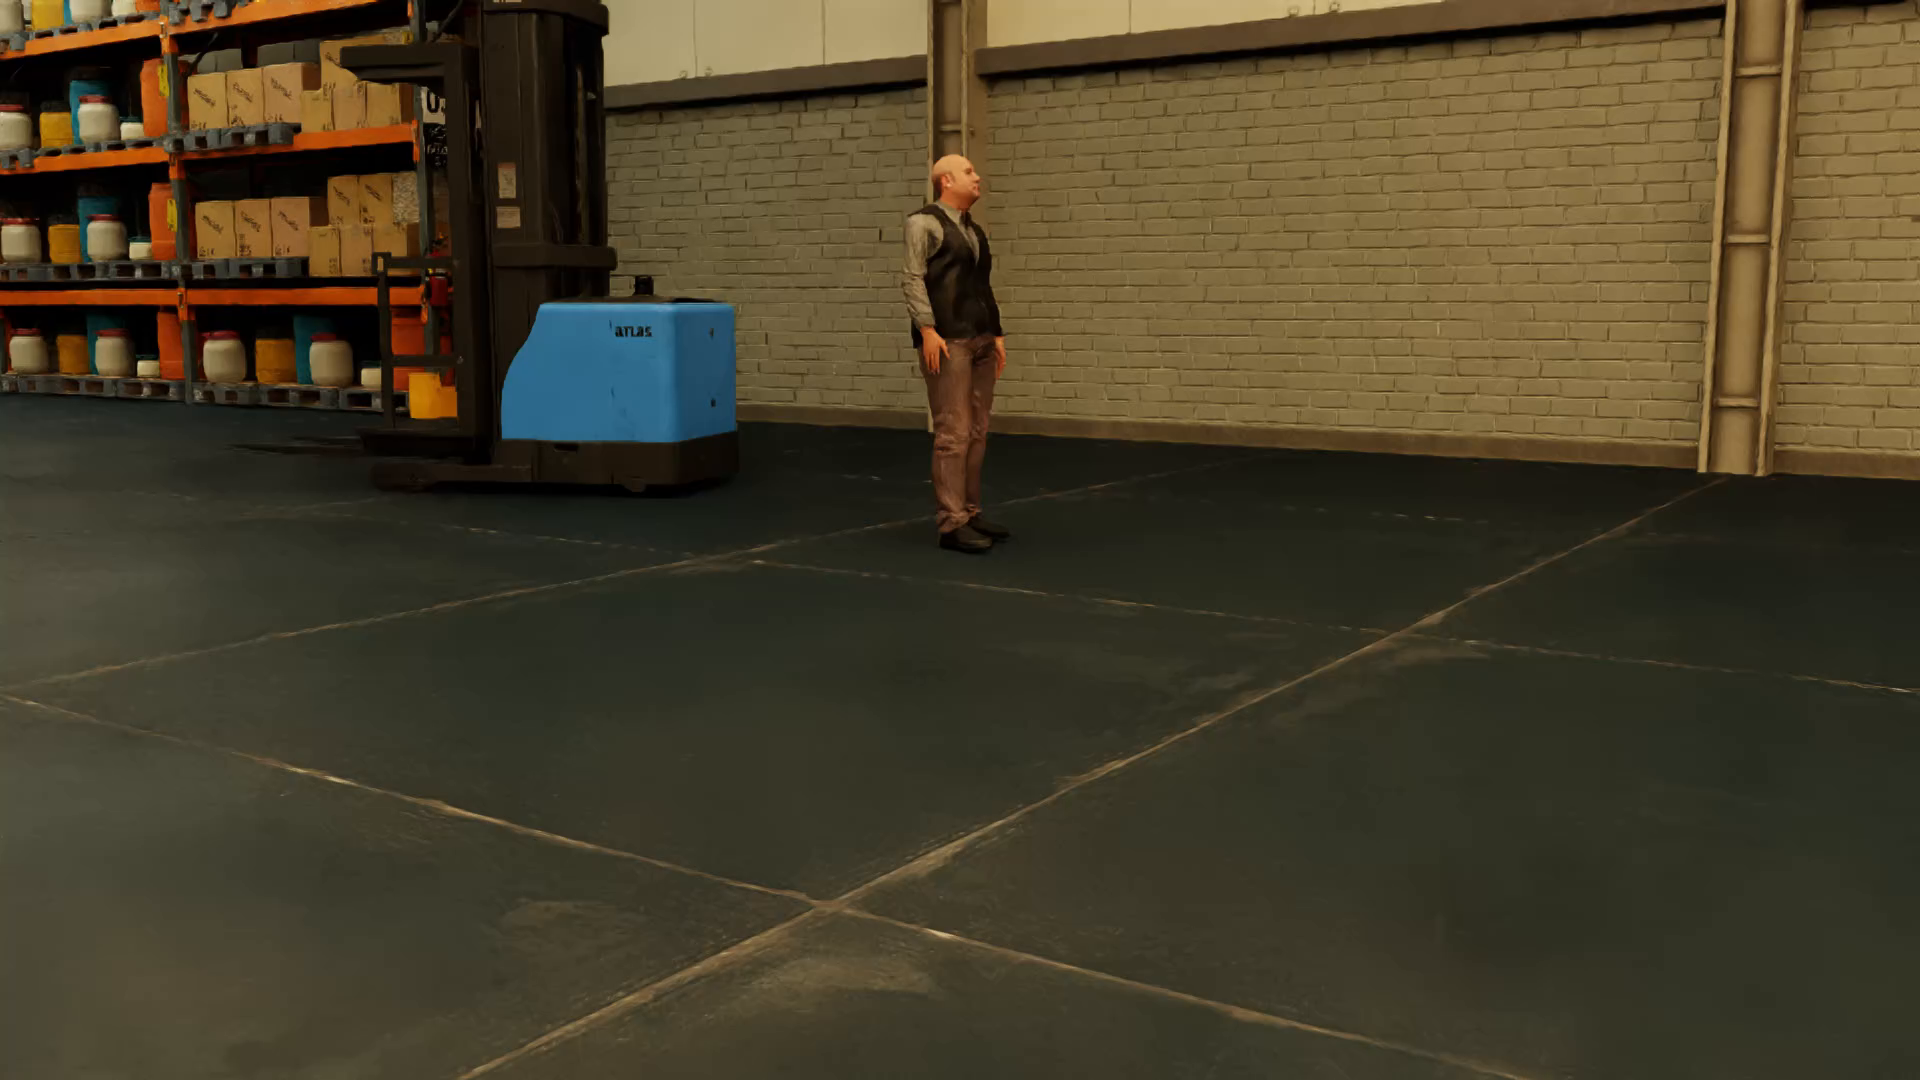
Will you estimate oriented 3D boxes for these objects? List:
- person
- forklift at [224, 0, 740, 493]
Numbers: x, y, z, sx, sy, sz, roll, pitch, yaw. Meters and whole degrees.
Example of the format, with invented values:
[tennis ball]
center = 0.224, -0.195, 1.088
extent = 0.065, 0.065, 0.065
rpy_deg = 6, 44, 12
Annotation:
[person]
center = 0.047, -0.853, 7.440
extent = 0.567, 1.720, 0.632
rpy_deg = 5, 10, 34
[forklift]
center = -2.915, -1.801, 9.861
extent = 3.031, 2.935, 1.130
rpy_deg = 2, 8, 14
